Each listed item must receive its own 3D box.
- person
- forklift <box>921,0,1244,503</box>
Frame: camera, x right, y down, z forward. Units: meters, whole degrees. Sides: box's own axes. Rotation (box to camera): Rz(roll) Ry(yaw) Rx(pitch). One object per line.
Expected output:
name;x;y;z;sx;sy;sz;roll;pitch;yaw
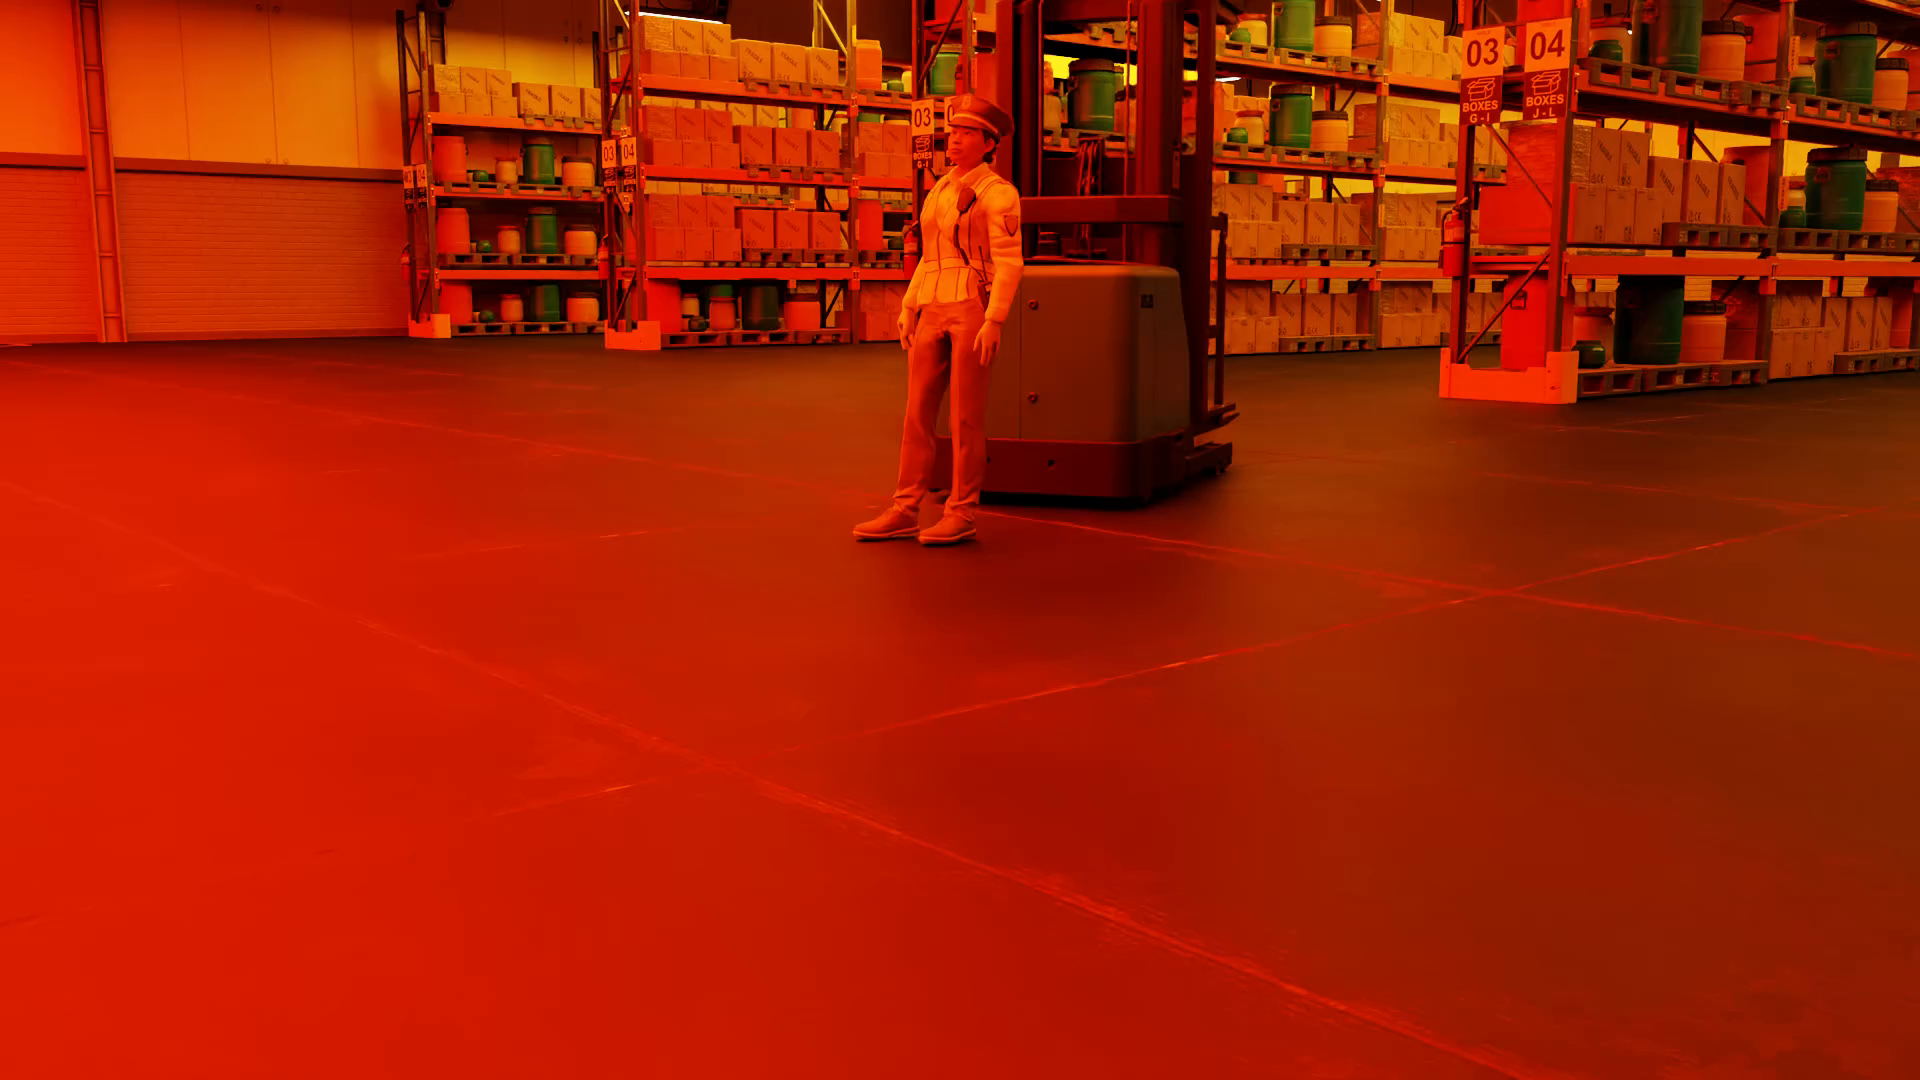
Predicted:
person;-0.057;-0.838;6.369;0.530;1.694;0.587;-8;12;-40
forklift;0.818;-1.801;8.597;1.130;2.935;3.031;3;9;21
